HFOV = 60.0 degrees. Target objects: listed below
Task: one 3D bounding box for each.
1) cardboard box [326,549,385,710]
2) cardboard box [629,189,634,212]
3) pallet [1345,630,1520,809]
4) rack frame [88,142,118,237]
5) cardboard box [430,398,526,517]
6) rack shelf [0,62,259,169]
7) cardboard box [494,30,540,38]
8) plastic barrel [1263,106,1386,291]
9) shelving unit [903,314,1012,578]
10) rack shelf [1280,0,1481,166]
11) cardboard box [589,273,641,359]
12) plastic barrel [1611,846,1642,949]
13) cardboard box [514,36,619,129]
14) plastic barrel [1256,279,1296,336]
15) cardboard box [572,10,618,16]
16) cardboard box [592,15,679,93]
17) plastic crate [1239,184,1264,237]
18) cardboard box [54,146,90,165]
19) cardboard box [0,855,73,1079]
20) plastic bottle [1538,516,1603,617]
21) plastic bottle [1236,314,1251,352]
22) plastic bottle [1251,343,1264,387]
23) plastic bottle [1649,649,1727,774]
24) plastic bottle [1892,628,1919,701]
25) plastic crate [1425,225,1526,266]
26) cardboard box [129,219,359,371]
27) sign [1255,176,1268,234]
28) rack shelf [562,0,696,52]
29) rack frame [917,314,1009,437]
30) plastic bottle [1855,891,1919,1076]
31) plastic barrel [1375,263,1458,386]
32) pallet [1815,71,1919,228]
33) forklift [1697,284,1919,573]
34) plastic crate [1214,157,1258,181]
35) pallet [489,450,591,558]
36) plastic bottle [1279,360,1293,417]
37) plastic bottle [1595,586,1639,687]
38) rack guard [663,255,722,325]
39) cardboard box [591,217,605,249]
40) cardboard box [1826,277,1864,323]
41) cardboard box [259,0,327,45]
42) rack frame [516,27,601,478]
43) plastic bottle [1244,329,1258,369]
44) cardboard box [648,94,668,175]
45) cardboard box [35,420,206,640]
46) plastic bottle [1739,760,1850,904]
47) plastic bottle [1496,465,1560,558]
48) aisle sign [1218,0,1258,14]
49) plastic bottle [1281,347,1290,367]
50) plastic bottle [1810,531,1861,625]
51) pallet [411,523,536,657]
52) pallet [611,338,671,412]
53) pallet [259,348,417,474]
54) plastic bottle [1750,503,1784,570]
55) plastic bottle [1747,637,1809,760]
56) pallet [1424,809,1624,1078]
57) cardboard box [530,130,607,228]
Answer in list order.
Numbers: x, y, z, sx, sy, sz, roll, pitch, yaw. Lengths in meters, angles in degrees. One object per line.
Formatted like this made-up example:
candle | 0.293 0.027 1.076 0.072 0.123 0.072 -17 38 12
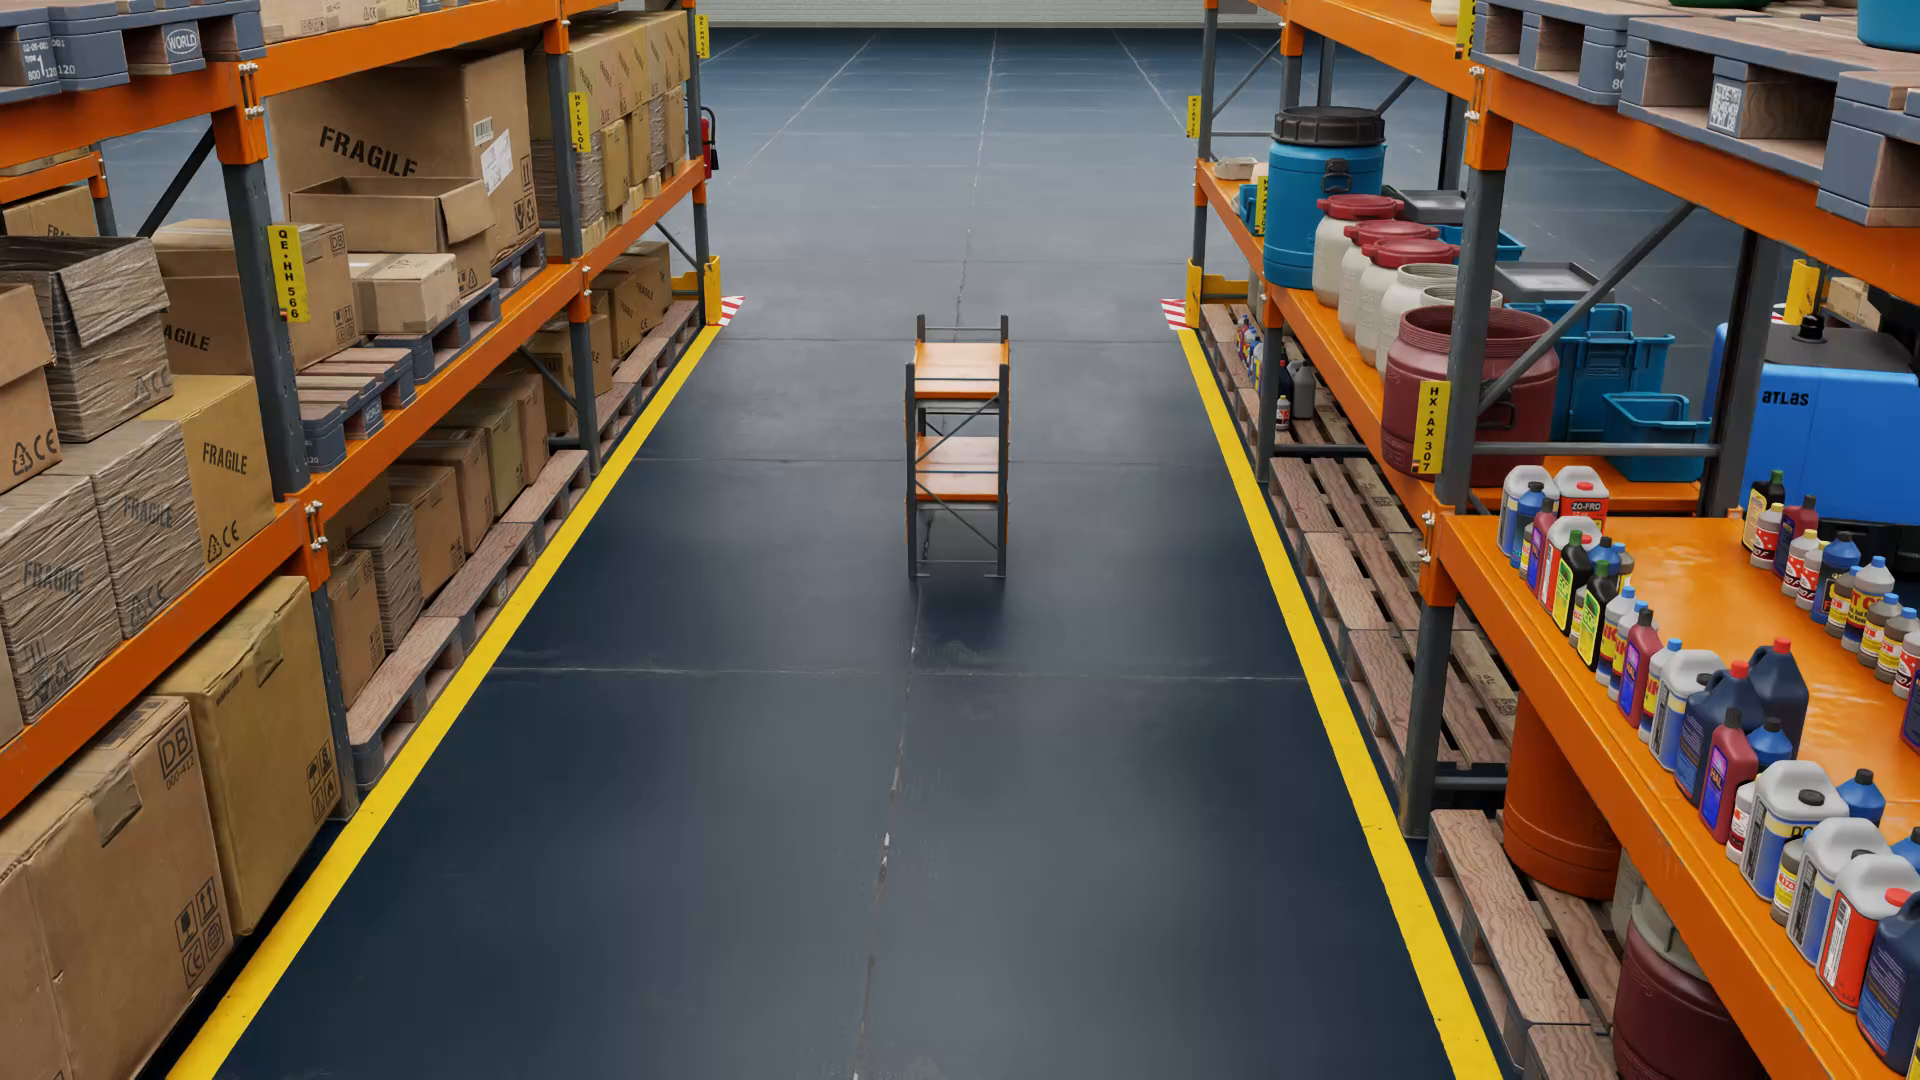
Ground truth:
cardboard box | -2.804 0.362 6.796 0.700 0.500 0.500 0 21 -1
cardboard box | -2.362 -2.211 10.929 0.380 0.149 0.250 1 21 2
pallet | 2.209 0.719 6.883 1.003 0.211 1.213 1 21 2
rack frame | -7.515 -3.339 13.488 1.000 3.000 0.127 1 21 2
cardboard box | -2.756 -0.447 8.883 0.700 0.500 0.500 1 21 1
rack shelf | -2.865 -0.695 3.522 1.077 0.370 4.000 1 21 2
cardboard box | -2.914 -2.980 10.632 0.500 0.500 0.500 1 21 2
plastic barrel | 1.954 -1.845 8.943 0.600 0.901 0.708 1 21 2
shelving unit | 0.000 -0.522 8.819 0.538 1.125 1.048 1 21 2
rack shelf | 2.207 -2.087 7.109 1.077 0.370 4.000 1 21 2
cardboard box | -2.618 -1.610 11.907 0.500 0.500 0.500 3 21 7
plastic barrel | 2.221 1.045 5.047 0.421 0.512 0.421 0 21 0
cardboard box | -2.401 -2.794 10.151 0.500 0.500 0.500 1 21 2
plastic barrel | 2.431 -1.809 12.404 0.421 0.512 0.421 0 21 0
cardboard box | -2.850 -3.704 12.496 0.500 0.500 0.500 1 21 2
cardboard box | -2.340 -3.517 12.015 0.500 0.500 0.500 1 21 2
plastic crate | 2.030 -2.081 10.451 0.499 0.251 0.616 1 21 2
cardboard box | -7.481 -3.274 13.114 0.875 0.550 0.550 1 21 2
cardboard box | -2.900 1.331 3.809 1.225 0.875 0.875 0 21 0
plastic bottle | 1.796 0.077 4.855 0.152 0.276 0.135 1 21 2
plastic bottle | 2.023 -1.475 11.846 0.097 0.271 0.097 0 21 0
plastic bottle | 2.024 -1.163 11.038 0.152 0.276 0.135 1 21 3
plastic bottle | 1.768 0.411 3.994 0.152 0.276 0.135 1 21 2
plastic bottle | 2.511 0.314 4.348 0.097 0.201 0.097 0 21 0
plastic crate | 2.546 -1.338 8.351 0.392 0.384 0.575 1 21 2
cardboard box | -2.911 -0.996 6.732 0.700 0.500 0.500 4 22 10
sign | 1.719 -1.886 9.361 0.100 0.325 0.005 1 21 2
rack shelf | -2.622 -3.588 10.977 1.077 0.370 4.000 1 21 2
rack frame | 0.015 -0.706 9.293 0.500 1.125 0.032 1 21 2
plastic bottle | 1.731 0.766 2.977 0.144 0.351 0.185 1 21 2
plastic barrel | 1.977 -0.880 6.995 0.421 0.512 0.421 0 21 0
pallet | 1.951 -0.450 2.155 1.213 0.211 1.003 1 21 2
forklift | 5.503 -1.272 8.256 3.031 2.935 1.130 6 22 14
plastic crate | 2.041 -2.751 12.336 0.298 0.136 0.250 1 21 2
pallet | -2.705 -0.220 9.305 1.003 0.211 1.213 1 21 2
plastic bottle | 2.000 -0.953 10.393 0.144 0.351 0.185 0 21 0
plastic bottle | 1.754 0.253 4.409 0.097 0.271 0.097 0 21 0
rack guard | -2.563 -2.055 13.634 1.175 0.500 0.348 1 21 2
cardboard box | -2.355 -1.849 9.996 0.380 0.149 0.250 1 21 2
cardboard box | 7.102 -1.860 12.897 0.500 0.250 0.500 1 21 2
cardboard box | -2.535 -1.851 5.714 0.500 0.250 0.500 1 21 3
rack frame | -2.682 -1.802 9.526 1.000 3.000 0.127 1 21 2
plastic bottle | 2.010 -1.314 11.433 0.097 0.271 0.097 0 21 0
cardboard box | -2.559 -2.872 11.735 0.875 0.500 0.500 1 21 2
cardboard box | -2.592 -0.041 4.849 0.500 0.500 0.500 0 21 1
plastic bottle | 1.751 0.610 3.481 0.152 0.276 0.135 1 21 2
plastic bottle | 1.810 -0.090 5.286 0.152 0.276 0.135 1 21 2
aisle sign | 2.099 -4.435 12.718 0.394 0.787 0.004 1 21 2
plastic bottle | 2.119 -1.116 10.906 0.061 0.283 0.133 1 21 2
plastic bottle | 2.526 0.105 4.789 0.097 0.271 0.097 0 21 0
pallet | -2.739 0.222 8.165 1.003 0.211 1.213 1 21 2
pallet | -2.663 -1.187 11.797 1.003 0.211 1.213 1 21 2
pallet | -2.889 -0.525 6.500 1.213 0.211 1.003 1 21 2
plastic bottle | 2.539 -0.016 5.198 0.097 0.201 0.097 0 21 0
plastic bottle | 1.915 0.387 3.953 0.144 0.351 0.185 1 21 2
pallet | 2.164 1.285 5.426 1.003 0.211 1.213 1 21 2
cardboard box | -2.607 -2.149 9.871 0.875 0.500 0.500 1 21 2
